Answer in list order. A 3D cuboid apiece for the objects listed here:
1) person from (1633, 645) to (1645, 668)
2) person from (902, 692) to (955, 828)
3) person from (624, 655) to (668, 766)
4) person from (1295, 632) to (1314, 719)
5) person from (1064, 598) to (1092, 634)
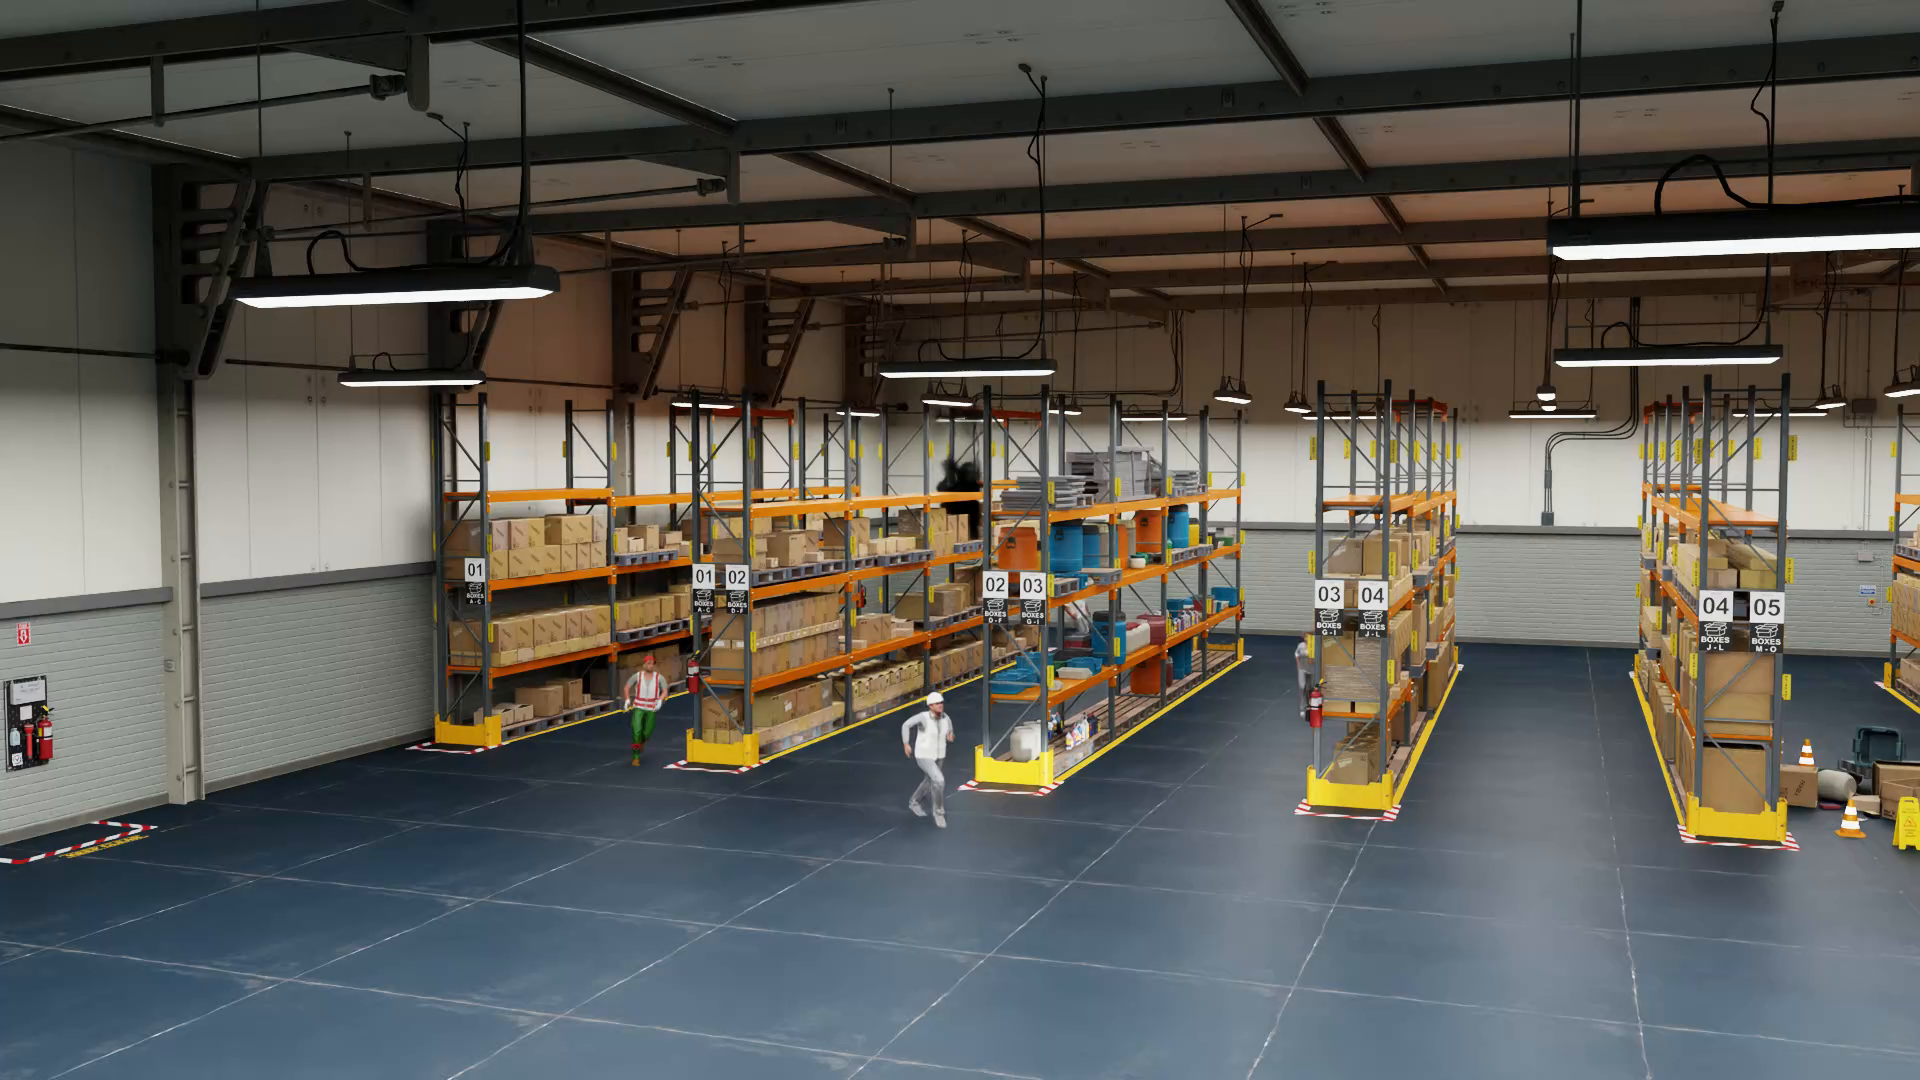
[{"bbox_3d":[15.807,2.154,38.031,0.873,1.643,0.659,3,4,42],"label":"person"},{"bbox_3d":[-0.412,2.937,22.352,0.679,1.812,0.851,-3,4,-39],"label":"person"},{"bbox_3d":[-5.061,2.726,26.799,0.701,1.759,0.727,-1,3,-12],"label":"person"},{"bbox_3d":[6.609,2.533,31.514,0.505,1.612,1.004,1,3,13],"label":"person"},{"bbox_3d":[2.985,1.933,41.798,0.757,1.727,0.614,-2,4,-38],"label":"person"}]
